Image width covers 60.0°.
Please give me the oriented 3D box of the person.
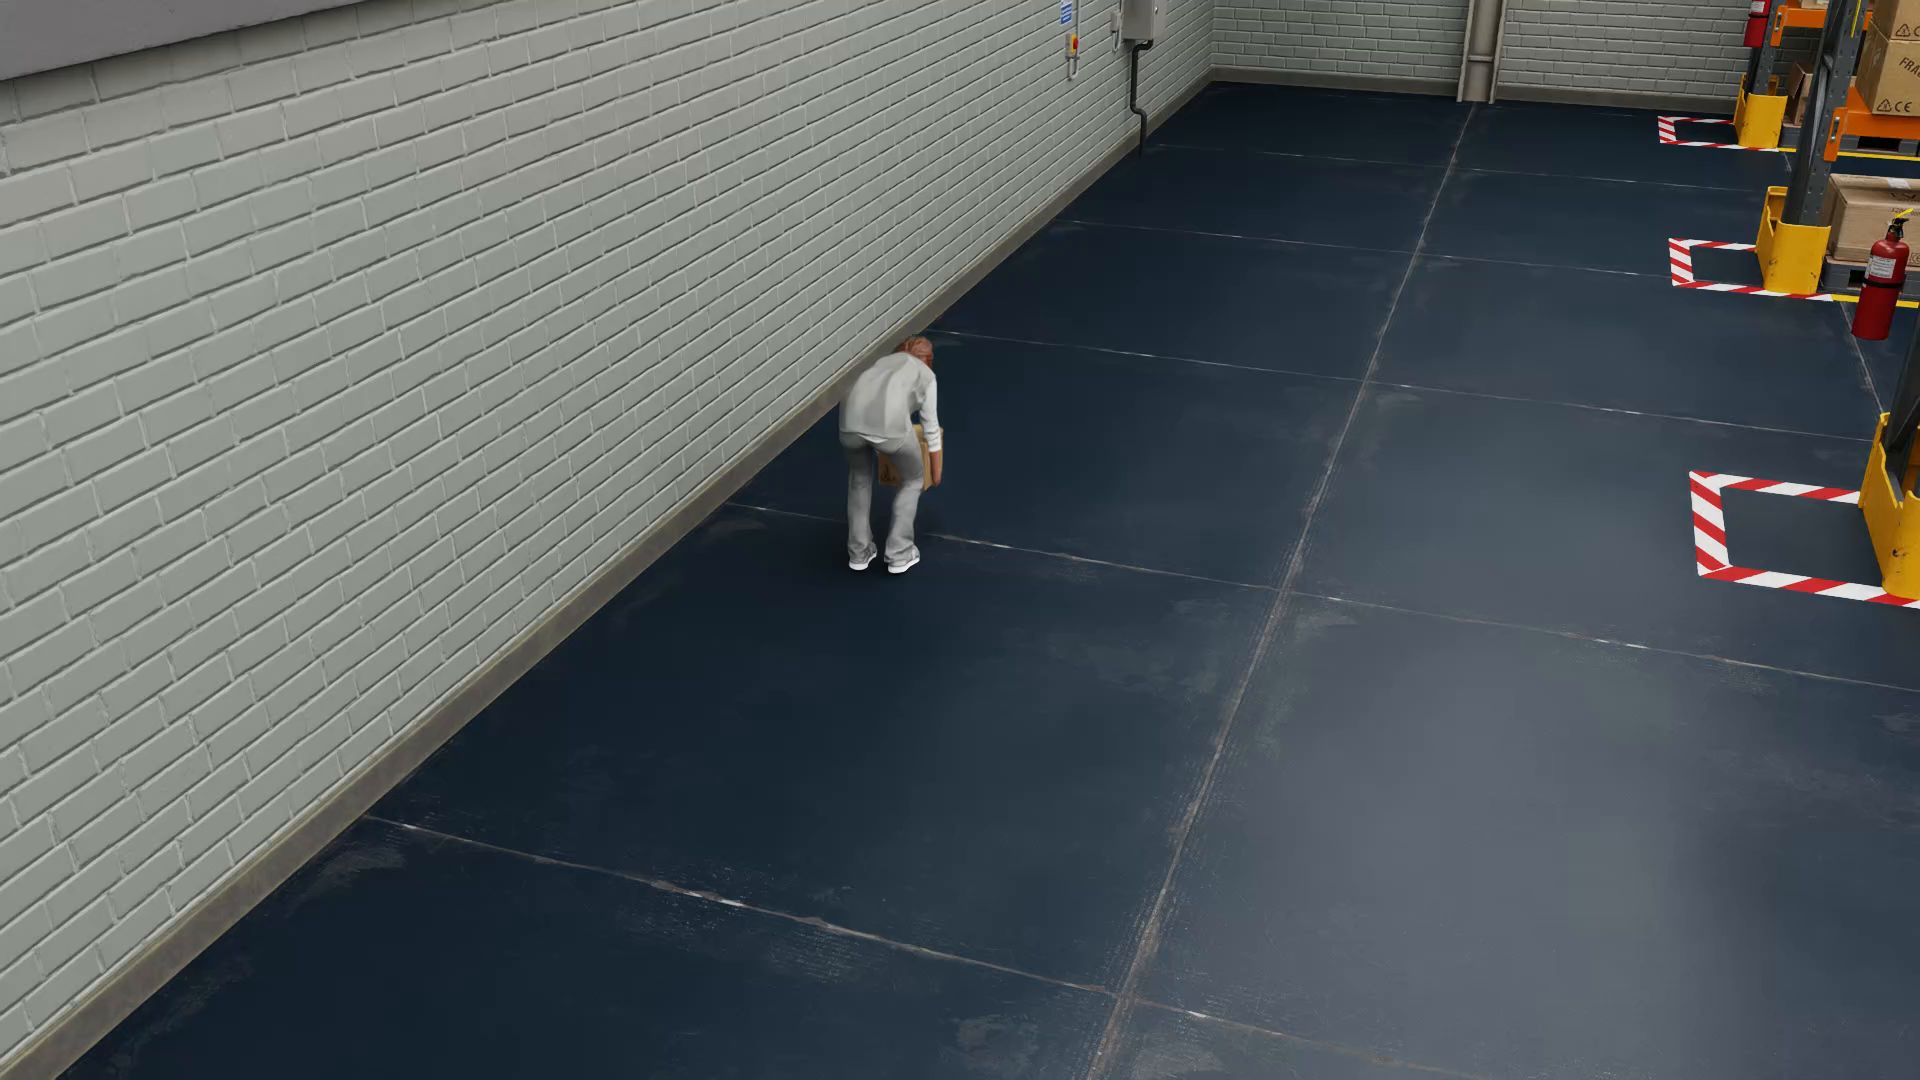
[{"bbox_3d":[-0.316,-0.410,8.127,0.388,1.012,0.868,8,27,16],"label":"person"}]
